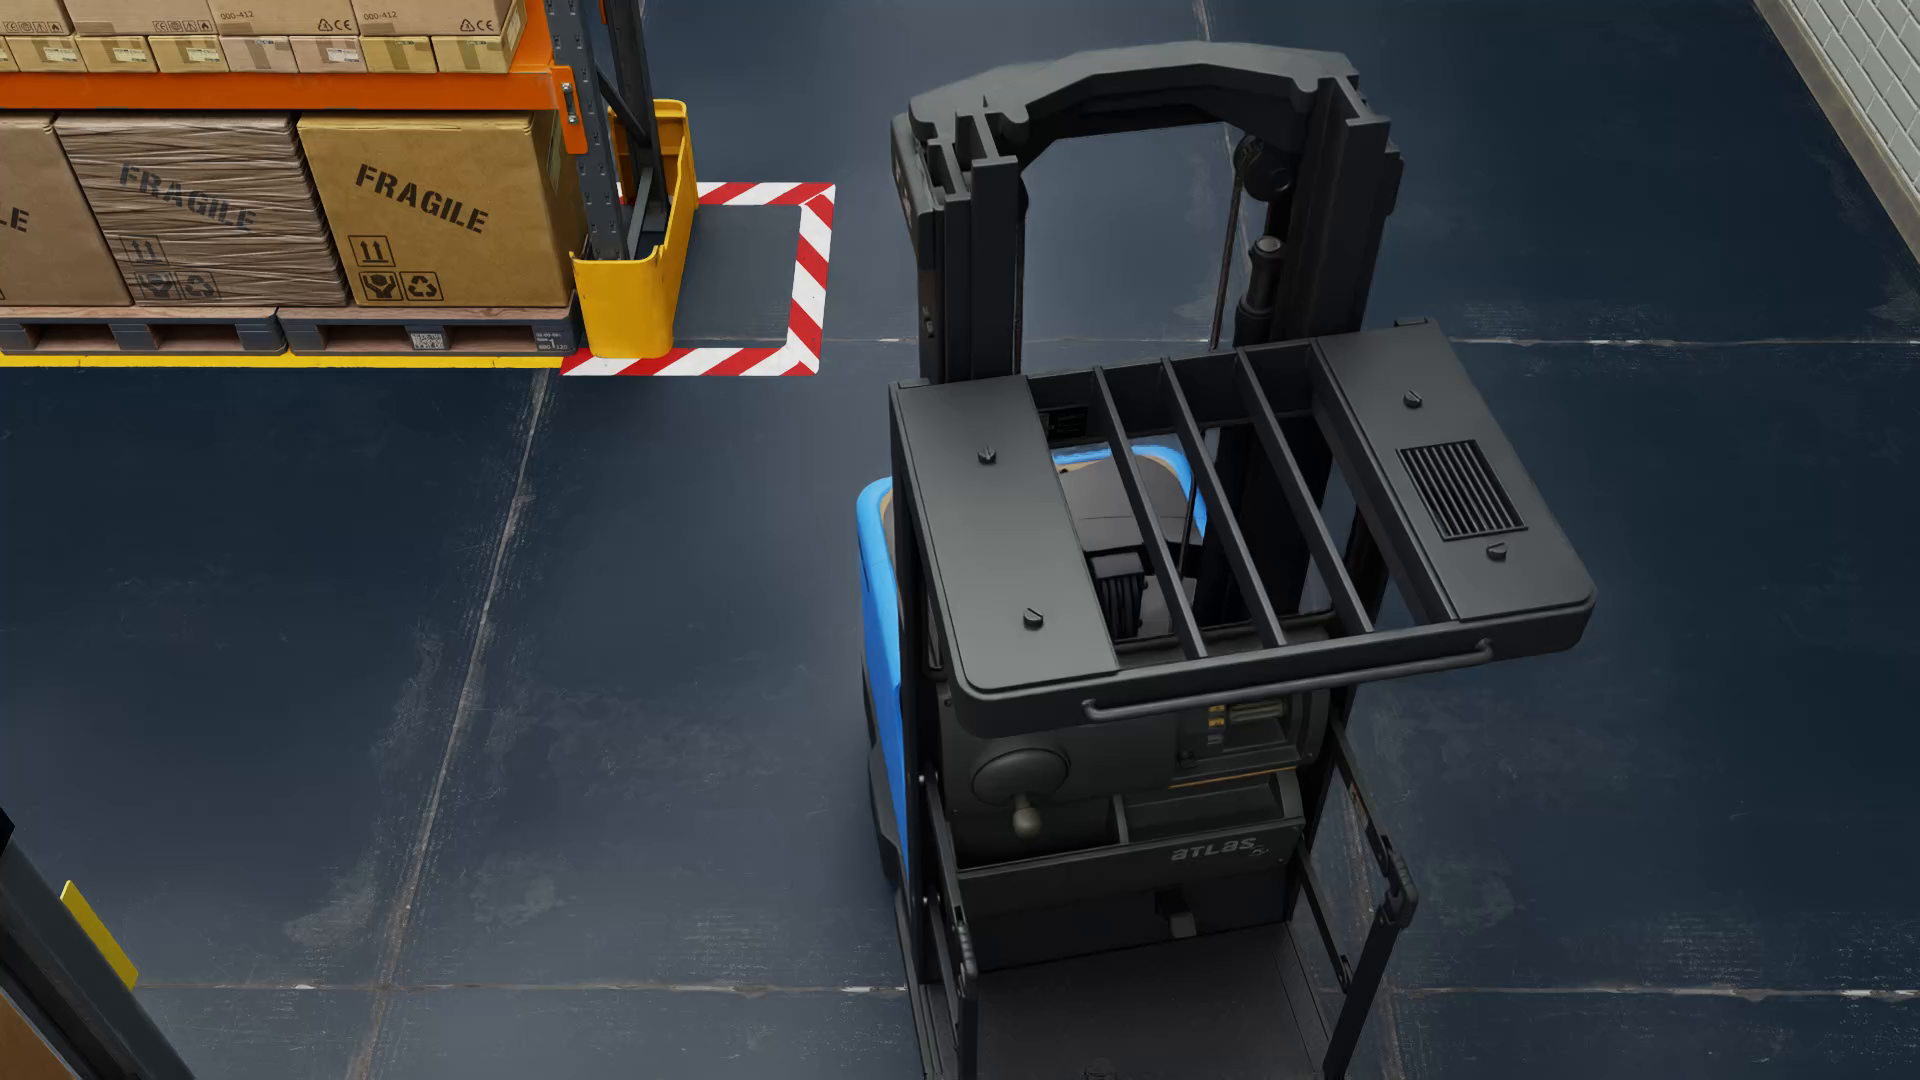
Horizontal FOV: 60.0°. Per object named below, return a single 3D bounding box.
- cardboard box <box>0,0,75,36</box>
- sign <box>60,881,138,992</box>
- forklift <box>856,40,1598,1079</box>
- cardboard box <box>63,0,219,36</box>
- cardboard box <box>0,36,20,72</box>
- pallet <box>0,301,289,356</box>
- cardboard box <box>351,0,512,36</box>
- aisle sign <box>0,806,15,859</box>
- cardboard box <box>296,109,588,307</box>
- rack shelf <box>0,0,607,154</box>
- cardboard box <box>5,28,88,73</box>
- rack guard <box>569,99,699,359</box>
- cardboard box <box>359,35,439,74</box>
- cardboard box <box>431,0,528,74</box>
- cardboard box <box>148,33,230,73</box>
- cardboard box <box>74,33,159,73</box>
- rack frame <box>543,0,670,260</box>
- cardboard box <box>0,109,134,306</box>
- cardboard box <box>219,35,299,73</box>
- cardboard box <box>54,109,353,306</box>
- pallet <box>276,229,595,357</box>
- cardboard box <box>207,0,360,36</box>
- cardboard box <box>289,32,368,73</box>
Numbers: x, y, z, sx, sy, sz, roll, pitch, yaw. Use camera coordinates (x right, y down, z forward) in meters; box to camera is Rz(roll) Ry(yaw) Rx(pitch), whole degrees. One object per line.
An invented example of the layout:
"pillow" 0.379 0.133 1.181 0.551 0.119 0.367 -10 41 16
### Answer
"cardboard box" -3.430 -2.068 6.025 0.500 0.250 0.500 0 47 0
"sign" -1.525 0.729 2.931 0.005 0.325 0.100 0 47 0
"forklift" 0.454 0.550 3.735 1.130 2.935 3.031 -8 48 -7
"cardboard box" -2.909 -2.070 6.027 0.500 0.250 0.500 -1 47 -1
"cardboard box" -3.554 -1.888 6.129 0.250 0.149 0.380 -1 47 -1
"pallet" -3.424 -1.210 7.232 1.213 0.211 1.003 0 47 0
"cardboard box" -1.893 -2.067 6.024 0.500 0.250 0.500 -1 47 0
"aisle sign" -1.453 0.316 2.131 0.004 0.787 0.394 0 47 0
"cardboard box" -2.048 -1.572 6.829 0.875 0.875 0.875 0 47 0
"rack shelf" -3.408 -1.970 6.526 4.000 0.370 1.077 0 47 0
"cardboard box" -3.294 -1.888 6.130 0.250 0.149 0.380 1 47 1
"rack guard" -1.384 -1.358 7.172 0.348 0.500 1.175 0 47 0
"cardboard box" -2.025 -1.883 6.125 0.250 0.149 0.380 1 47 1
"cardboard box" -1.765 -1.884 6.126 0.250 0.149 0.380 1 47 1
"cardboard box" -2.786 -1.886 6.128 0.250 0.149 0.380 -1 47 -1
"cardboard box" -3.046 -1.886 6.128 0.250 0.149 0.380 0 47 0
"rack frame" -1.408 -2.210 6.257 0.127 3.000 1.000 0 47 0
"cardboard box" -3.848 -1.577 6.833 0.875 0.875 0.875 0 47 0
"cardboard box" -2.527 -1.886 6.128 0.250 0.149 0.380 1 47 1
"cardboard box" -2.958 -1.574 6.831 0.875 0.875 0.875 0 47 0
"pallet" -2.207 -1.204 7.227 1.213 0.211 1.003 0 47 0
"cardboard box" -2.400 -2.069 6.026 0.500 0.250 0.500 -1 47 -1
"cardboard box" -2.277 -1.885 6.127 0.250 0.149 0.380 0 47 0
